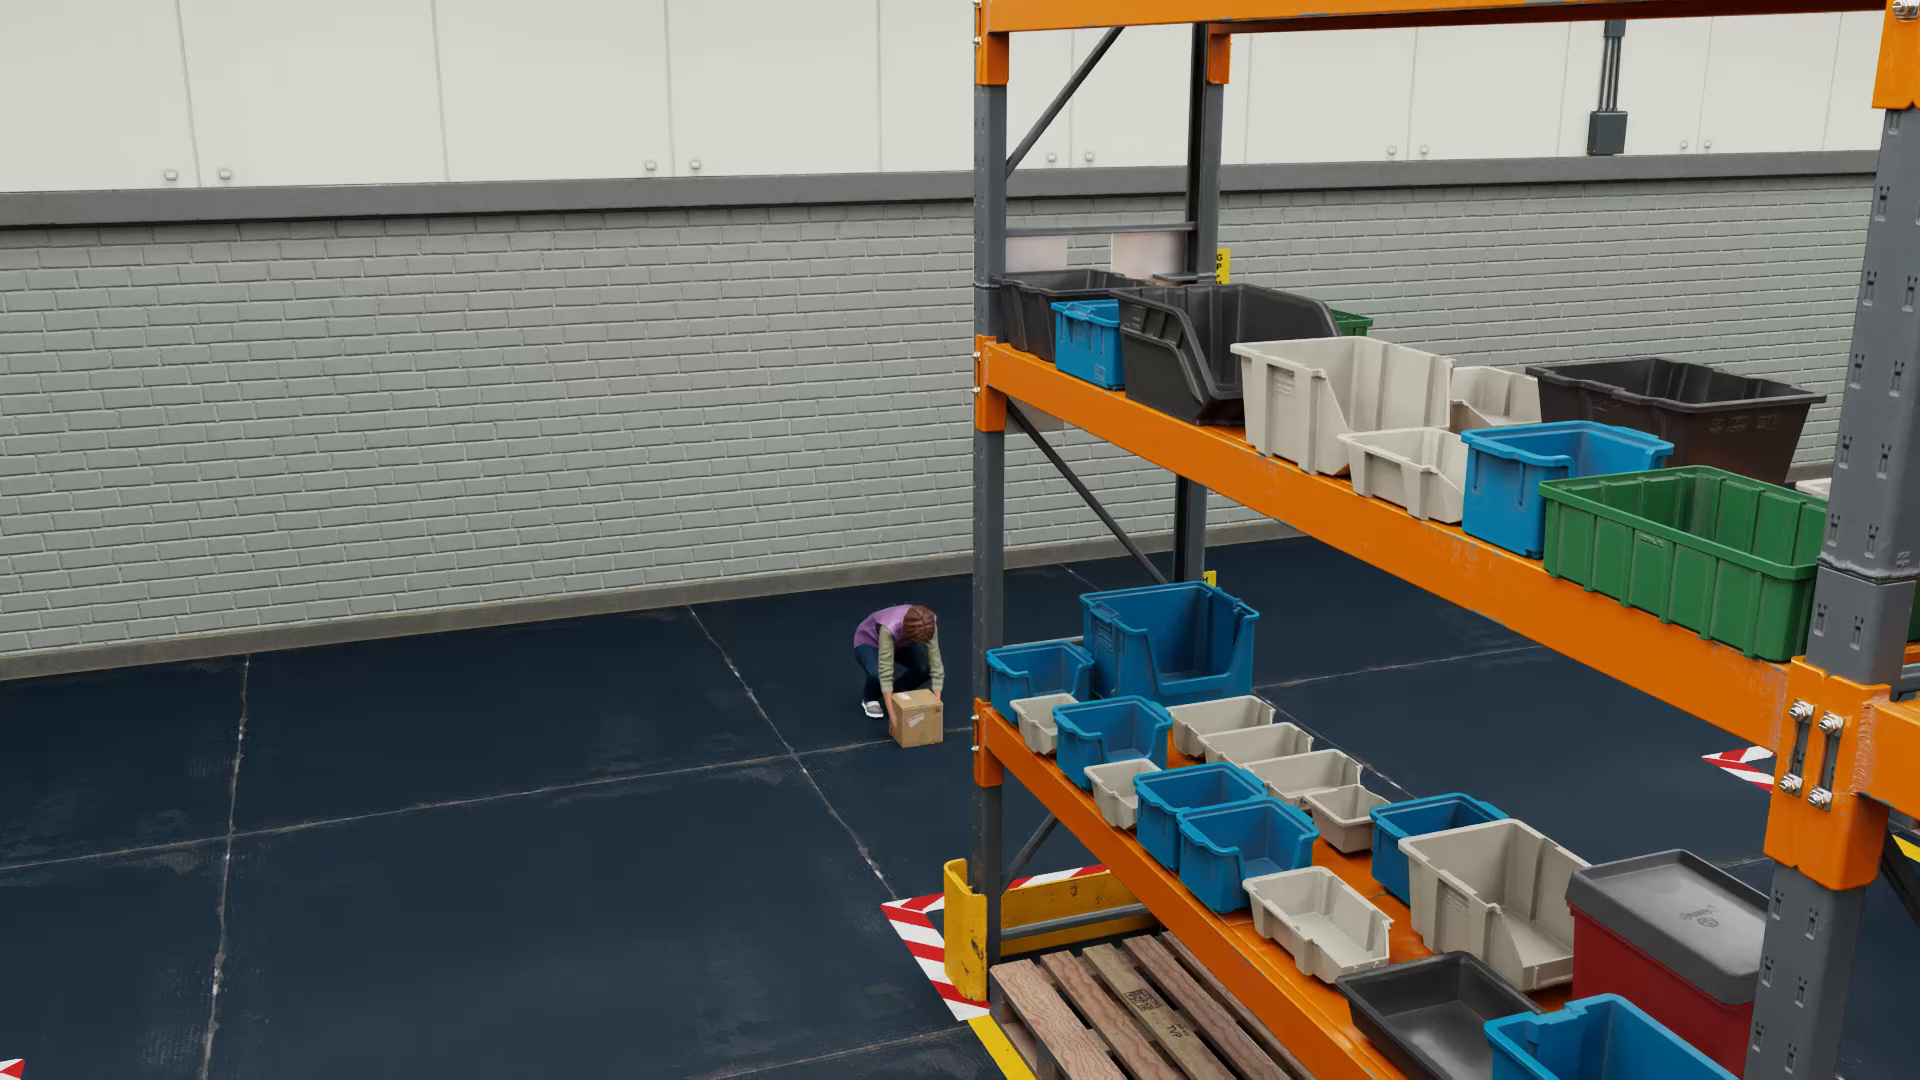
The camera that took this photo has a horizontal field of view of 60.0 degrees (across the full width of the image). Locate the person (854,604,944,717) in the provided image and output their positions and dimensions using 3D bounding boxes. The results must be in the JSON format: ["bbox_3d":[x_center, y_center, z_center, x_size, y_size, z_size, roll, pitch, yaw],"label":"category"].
[{"bbox_3d":[-4.487,0.345,6.915,10.192,3.198,3.339,-6,17,-20],"label":"person"}]
